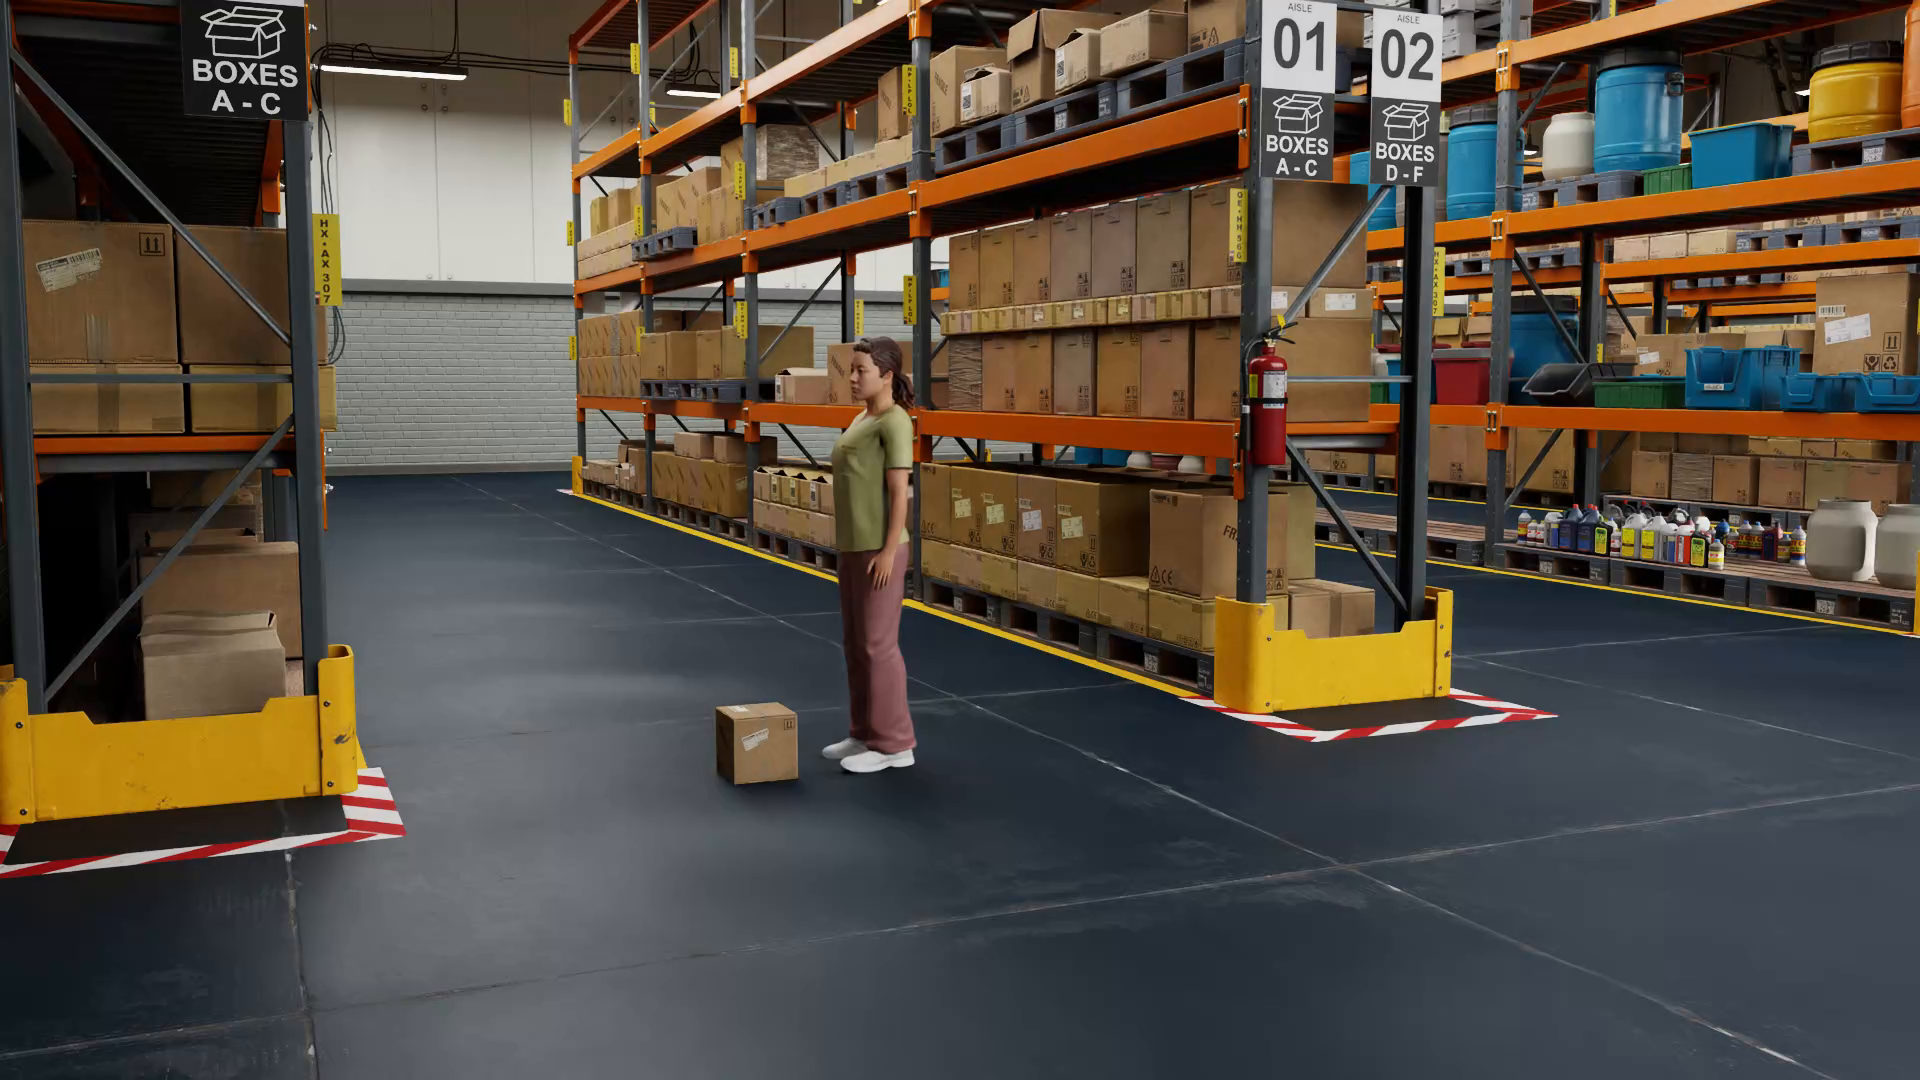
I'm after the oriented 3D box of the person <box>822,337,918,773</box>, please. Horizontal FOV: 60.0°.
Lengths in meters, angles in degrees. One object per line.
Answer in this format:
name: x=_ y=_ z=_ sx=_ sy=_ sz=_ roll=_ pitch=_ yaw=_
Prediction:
person: x=-0.328 y=0.055 z=6.462 sx=0.359 sy=1.679 sz=0.446 roll=-2 pitch=6 yaw=-22
